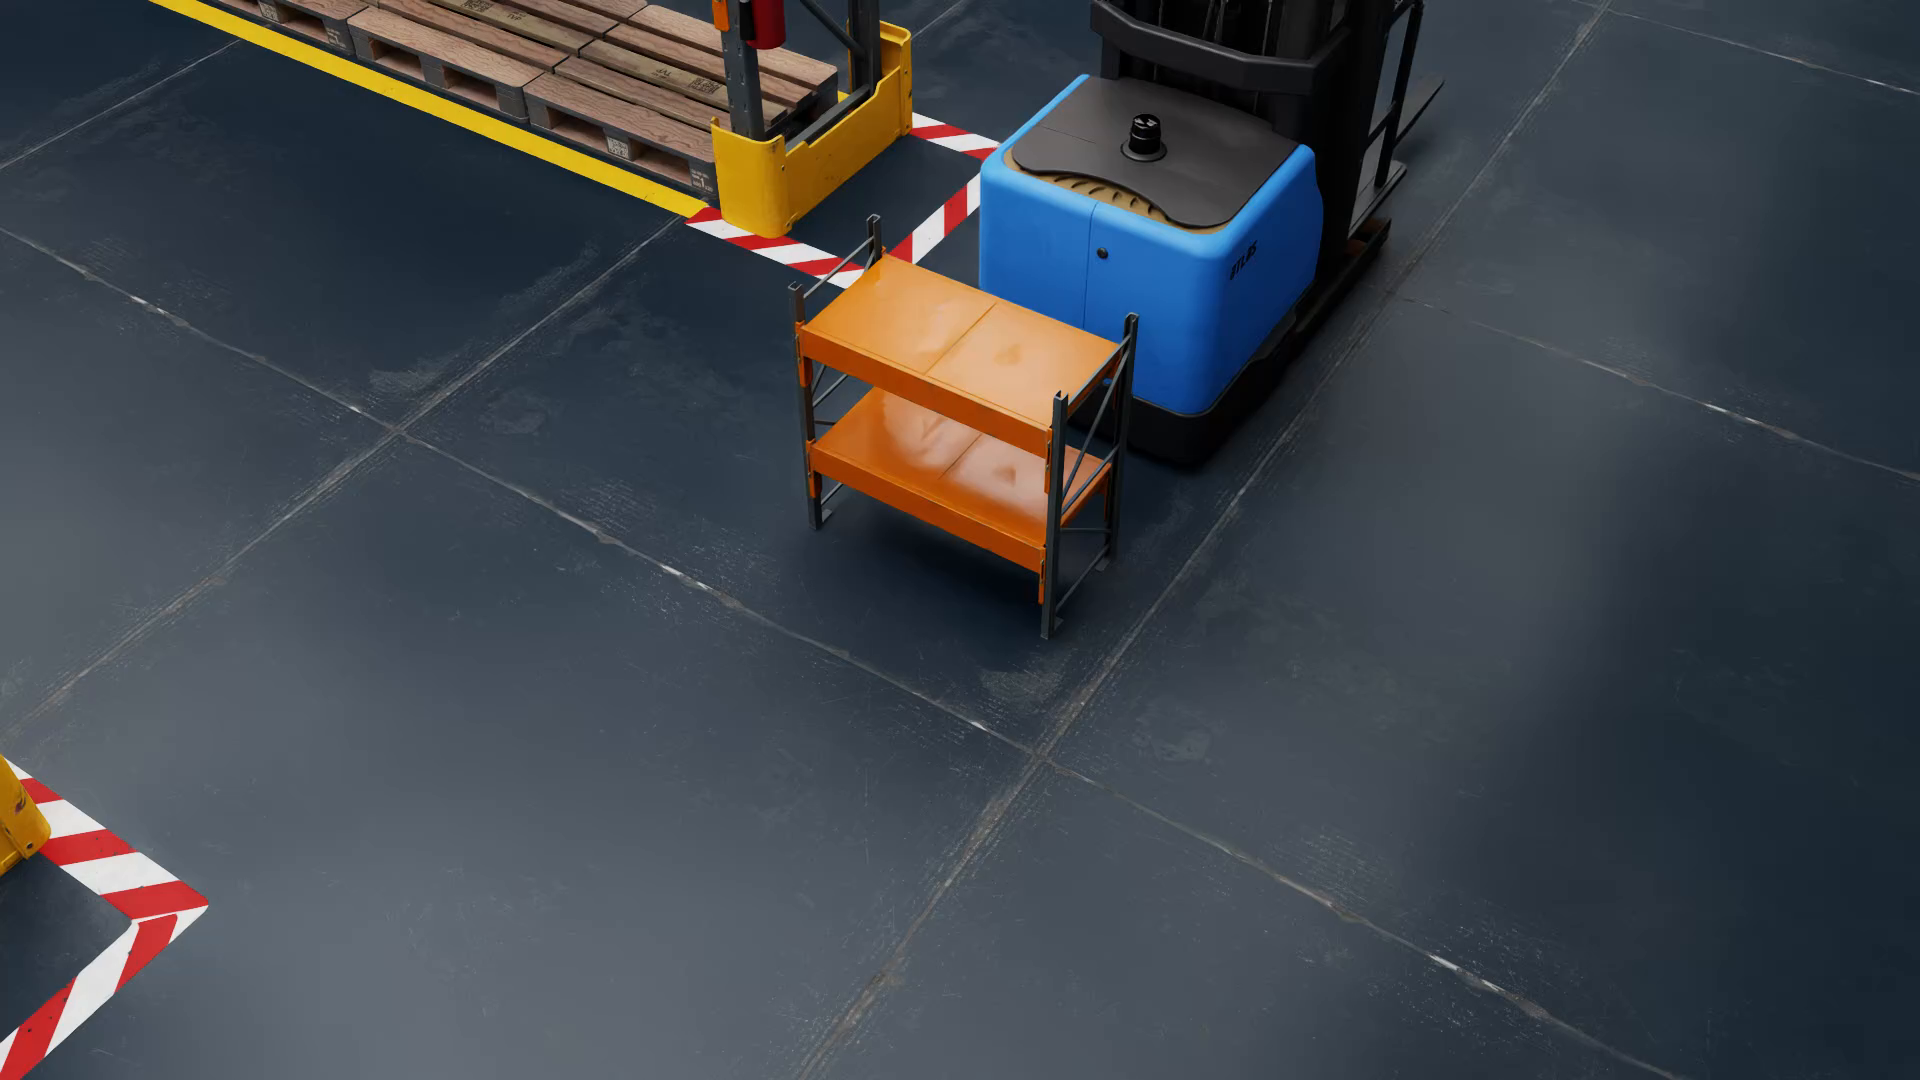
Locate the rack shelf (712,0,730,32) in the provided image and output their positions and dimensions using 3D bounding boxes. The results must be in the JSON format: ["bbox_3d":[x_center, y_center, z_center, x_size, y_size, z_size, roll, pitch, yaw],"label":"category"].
[{"bbox_3d":[-2.379,-3.345,7.910,4.000,0.370,1.077,25,51,22],"label":"rack shelf"}]

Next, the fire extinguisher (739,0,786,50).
[{"bbox_3d":[-0.814,-2.332,6.738,0.183,0.674,0.296,25,51,22],"label":"fire extinguisher"}]

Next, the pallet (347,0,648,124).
[{"bbox_3d":[-2.392,-2.665,8.693,1.213,0.211,1.003,25,51,22],"label":"pallet"}]

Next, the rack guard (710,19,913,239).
[{"bbox_3d":[-0.669,-1.949,7.795,0.348,0.500,1.175,25,51,22],"label":"rack guard"}]

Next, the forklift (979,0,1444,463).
[{"bbox_3d":[1.276,-2.356,6.495,1.130,2.935,3.031,25,51,22],"label":"forklift"}]

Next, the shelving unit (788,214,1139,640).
[{"bbox_3d":[0.006,-0.389,5.844,1.048,1.125,0.538,25,51,22],"label":"shelving unit"}]

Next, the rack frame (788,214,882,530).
[{"bbox_3d":[-0.422,-0.586,6.035,0.032,1.125,0.500,25,51,22],"label":"rack frame"}]

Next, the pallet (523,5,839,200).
[{"bbox_3d":[-1.369,-2.192,8.233,1.213,0.211,1.003,25,51,22],"label":"pallet"}]

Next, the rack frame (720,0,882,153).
[{"bbox_3d":[-0.696,-2.821,6.900,0.127,3.000,1.000,25,51,22],"label":"rack frame"}]

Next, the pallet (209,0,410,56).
[{"bbox_3d":[-3.423,-3.137,9.151,1.213,0.211,1.003,25,51,22],"label":"pallet"}]

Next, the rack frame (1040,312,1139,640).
[{"bbox_3d":[0.434,-0.193,5.653,0.032,1.125,0.500,25,51,22],"label":"rack frame"}]

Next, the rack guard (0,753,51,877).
[{"bbox_3d":[-3.349,1.049,4.882,0.348,0.500,1.175,25,51,22],"label":"rack guard"}]

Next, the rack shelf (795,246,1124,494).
[{"bbox_3d":[0.006,-0.593,5.634,1.000,0.278,0.538,25,51,22],"label":"rack shelf"}]

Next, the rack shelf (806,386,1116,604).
[{"bbox_3d":[0.006,-0.219,6.019,1.000,0.278,0.538,25,51,22],"label":"rack shelf"}]
